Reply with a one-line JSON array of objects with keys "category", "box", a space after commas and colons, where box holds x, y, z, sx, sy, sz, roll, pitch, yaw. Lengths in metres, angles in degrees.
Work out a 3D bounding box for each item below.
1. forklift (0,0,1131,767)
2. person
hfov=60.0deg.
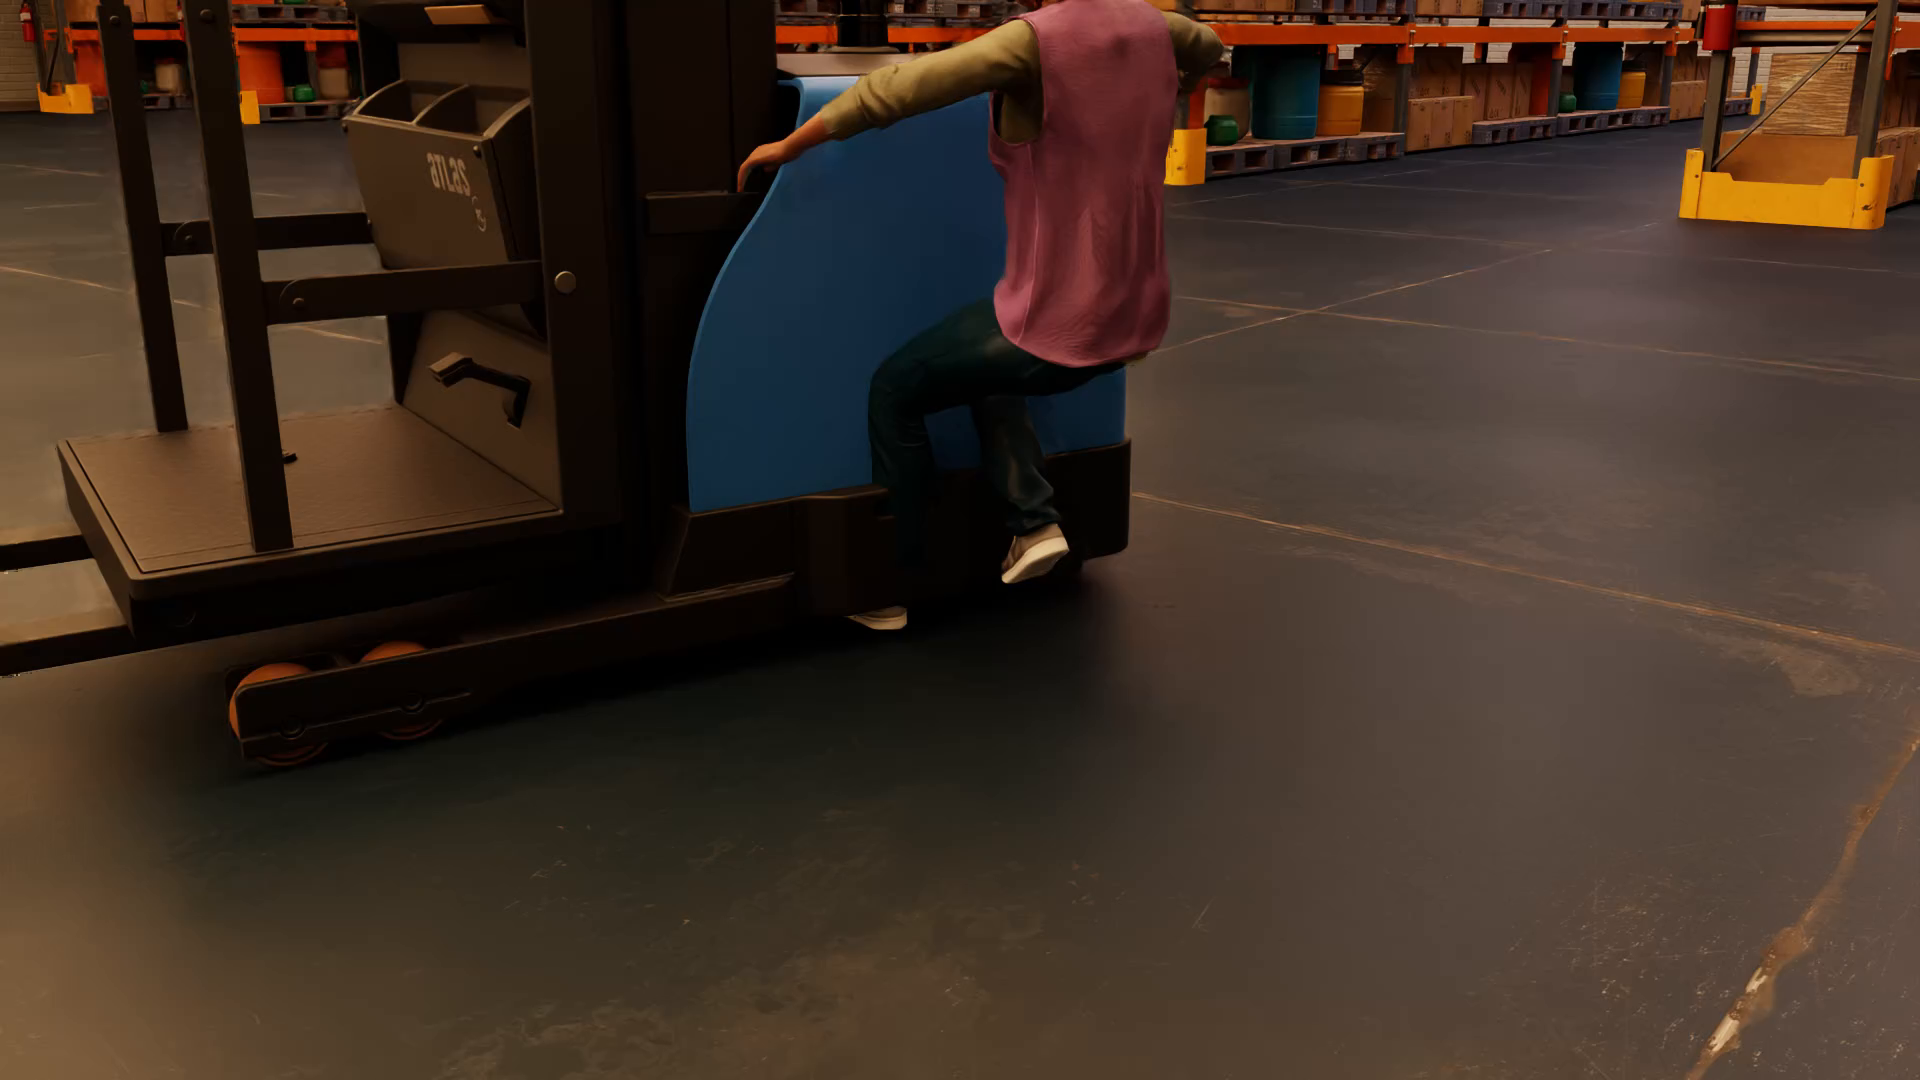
[{"category": "forklift", "box": [-1.145, -1.207, 2.871, 3.031, 2.935, 1.130, -11, 20, -31]}, {"category": "person", "box": [0.039, -0.498, 3.139, 0.732, 1.400, 0.967, 16, 23, 42]}]
